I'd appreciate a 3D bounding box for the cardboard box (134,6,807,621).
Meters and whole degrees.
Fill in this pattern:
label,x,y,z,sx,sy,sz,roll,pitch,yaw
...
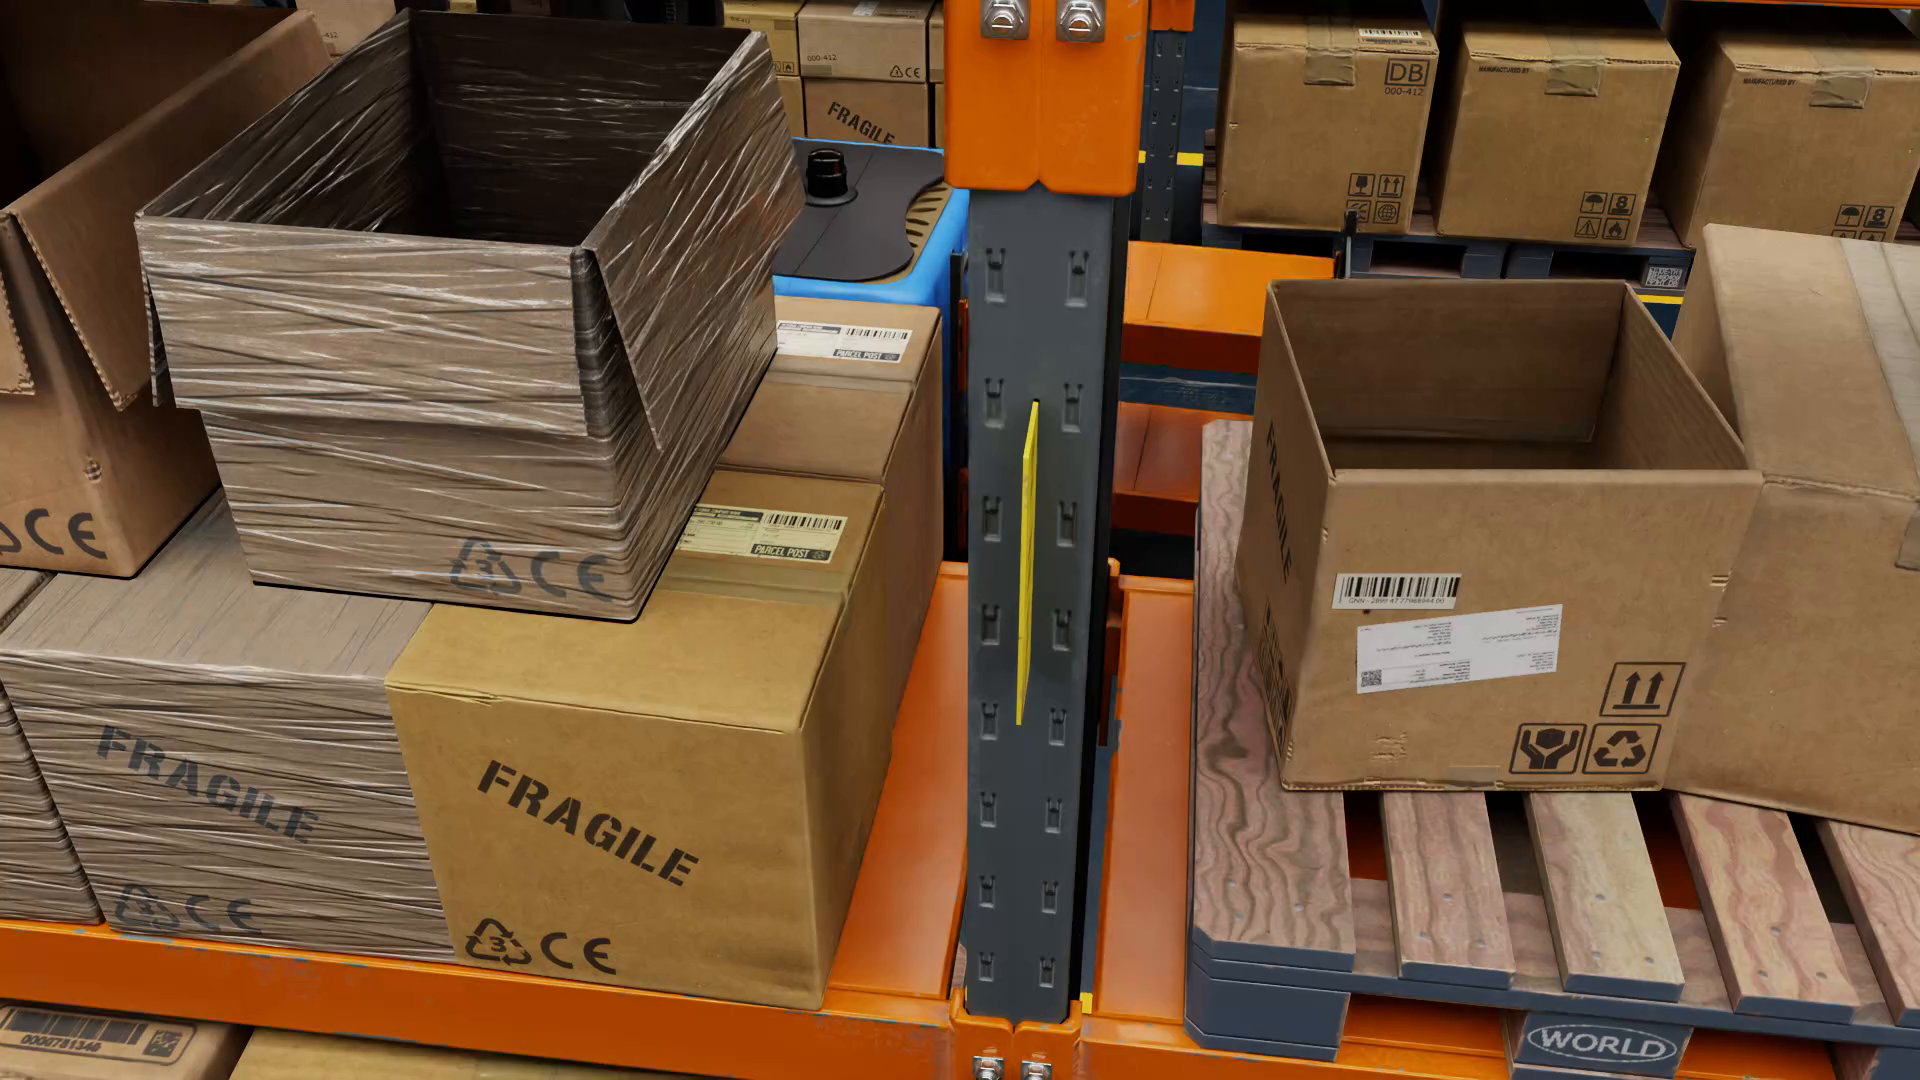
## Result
label,x,y,z,sx,sy,sz,roll,pitch,yaw
cardboard box,-0.590,-0.333,2.185,0.637,0.503,0.797,5,36,8

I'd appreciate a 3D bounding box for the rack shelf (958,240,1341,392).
label,x,y,z,sx,sy,sz,roll,pitch,yaw
rack shelf,0.536,-0.609,4.632,1.000,0.278,0.538,7,36,10

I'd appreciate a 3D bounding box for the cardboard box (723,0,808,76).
label,x,y,z,sx,sy,sz,roll,pitch,yaw
cardboard box,-0.851,-2.107,6.765,0.500,0.250,0.500,5,36,7

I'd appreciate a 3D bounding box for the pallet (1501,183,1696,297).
label,x,y,z,sx,sy,sz,roll,pitch,yaw
pallet,2.844,-1.342,6.949,1.213,0.211,1.003,4,36,6

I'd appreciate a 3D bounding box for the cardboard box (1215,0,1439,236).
label,x,y,z,sx,sy,sz,roll,pitch,yaw
cardboard box,1.458,-1.829,6.806,0.750,0.750,1.050,4,36,5

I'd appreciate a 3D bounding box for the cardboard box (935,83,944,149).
label,x,y,z,sx,sy,sz,roll,pitch,yaw
cardboard box,0.179,-1.722,6.871,0.500,0.500,0.500,4,36,6

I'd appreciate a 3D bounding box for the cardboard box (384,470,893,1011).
label,x,y,z,sx,sy,sz,roll,pitch,yaw
cardboard box,-0.388,0.245,2.238,0.500,0.500,0.500,5,36,7

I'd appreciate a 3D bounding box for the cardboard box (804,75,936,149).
label,x,y,z,sx,sy,sz,roll,pitch,yaw
cardboard box,-0.335,-1.763,6.928,0.500,0.500,0.500,6,36,8

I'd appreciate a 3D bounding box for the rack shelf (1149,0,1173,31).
label,x,y,z,sx,sy,sz,roll,pitch,yaw
rack shelf,-1.119,-2.526,6.826,4.000,0.370,1.077,4,36,6

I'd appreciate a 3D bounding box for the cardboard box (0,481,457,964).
label,x,y,z,sx,sy,sz,roll,pitch,yaw
cardboard box,-0.882,0.205,2.295,0.500,0.500,0.500,4,36,6

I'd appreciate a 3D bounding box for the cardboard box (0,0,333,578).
label,x,y,z,sx,sy,sz,roll,pitch,yaw
cardboard box,-1.236,-0.383,2.254,0.637,0.503,0.797,5,36,7

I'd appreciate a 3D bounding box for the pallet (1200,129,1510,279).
label,x,y,z,sx,sy,sz,roll,pitch,yaw
pallet,1.638,-1.434,7.078,1.213,0.211,1.003,4,36,6

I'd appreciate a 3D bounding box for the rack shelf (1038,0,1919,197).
label,x,y,z,sx,sy,sz,roll,pitch,yaw
rack shelf,2.117,-0.600,1.546,4.000,0.370,1.077,4,36,6

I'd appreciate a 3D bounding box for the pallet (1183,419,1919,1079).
label,x,y,z,sx,sy,sz,roll,pitch,yaw
pallet,0.854,0.249,2.484,1.003,0.211,1.213,4,36,6

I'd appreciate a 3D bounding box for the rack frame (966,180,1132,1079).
label,x,y,z,sx,sy,sz,roll,pitch,yaw
rack frame,0.133,0.180,2.416,0.127,3.000,1.000,4,36,6

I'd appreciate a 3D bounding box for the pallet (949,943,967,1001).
label,x,y,z,sx,sy,sz,roll,pitch,yaw
pallet,-0.639,1.213,3.369,1.213,0.211,1.003,4,36,6

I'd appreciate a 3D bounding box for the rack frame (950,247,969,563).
label,x,y,z,sx,sy,sz,roll,pitch,yaw
rack frame,0.038,-0.431,4.886,0.032,1.125,0.500,7,36,10

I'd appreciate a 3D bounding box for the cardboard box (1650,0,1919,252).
label,x,y,z,sx,sy,sz,roll,pitch,yaw
cardboard box,3.249,-1.698,6.622,0.750,0.750,1.050,4,36,6

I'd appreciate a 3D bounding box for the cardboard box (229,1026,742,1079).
label,x,y,z,sx,sy,sz,roll,pitch,yaw
cardboard box,-0.549,0.811,3.000,0.875,0.875,1.225,3,36,4

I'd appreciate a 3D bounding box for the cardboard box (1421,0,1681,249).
label,x,y,z,sx,sy,sz,roll,pitch,yaw
cardboard box,2.325,-1.766,6.718,0.750,0.750,1.050,5,36,7

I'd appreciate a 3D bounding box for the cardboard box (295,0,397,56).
label,x,y,z,sx,sy,sz,roll,pitch,yaw
cardboard box,-2.403,-2.219,6.921,0.500,0.250,0.500,3,36,4

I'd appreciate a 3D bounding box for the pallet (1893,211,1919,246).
label,x,y,z,sx,sy,sz,roll,pitch,yaw
pallet,4.058,-1.253,6.825,1.213,0.211,1.003,4,36,6

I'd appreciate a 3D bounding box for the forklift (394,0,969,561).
label,x,y,z,sx,sy,sz,roll,pitch,yaw
forklift,-1.468,-1.403,4.692,3.031,2.935,1.130,7,36,10

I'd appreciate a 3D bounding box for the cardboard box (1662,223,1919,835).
label,x,y,z,sx,sy,sz,roll,pitch,yaw
cardboard box,1.240,-0.031,2.264,0.500,0.500,0.700,9,37,13

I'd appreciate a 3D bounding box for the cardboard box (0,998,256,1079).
label,x,y,z,sx,sy,sz,roll,pitch,yaw
cardboard box,-1.432,0.740,3.098,0.875,0.875,1.225,4,36,6

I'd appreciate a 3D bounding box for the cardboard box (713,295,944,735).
label,x,y,z,sx,sy,sz,roll,pitch,yaw
cardboard box,-0.314,-0.054,2.657,0.500,0.500,0.500,5,36,7

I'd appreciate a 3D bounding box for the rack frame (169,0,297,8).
label,x,y,z,sx,sy,sz,roll,pitch,yaw
rack frame,-3.102,-2.967,6.825,0.127,3.000,1.000,4,36,6

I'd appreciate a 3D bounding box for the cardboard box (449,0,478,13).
label,x,y,z,sx,sy,sz,roll,pitch,yaw
cardboard box,-1.874,-2.181,6.868,0.500,0.250,0.500,5,36,7

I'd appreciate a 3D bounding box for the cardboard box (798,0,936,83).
label,x,y,z,sx,sy,sz,roll,pitch,yaw
cardboard box,-0.349,-2.060,6.699,0.500,0.250,0.500,5,36,7

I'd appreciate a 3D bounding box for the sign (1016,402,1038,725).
label,x,y,z,sx,sy,sz,roll,pitch,yaw
sign,0.066,0.028,1.631,0.005,0.325,0.100,4,36,6

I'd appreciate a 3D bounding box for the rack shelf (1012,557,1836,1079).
label,x,y,z,sx,sy,sz,roll,pitch,yaw
rack shelf,2.117,0.620,2.418,4.000,0.370,1.077,4,36,6

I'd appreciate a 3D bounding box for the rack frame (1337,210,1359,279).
label,x,y,z,sx,sy,sz,roll,pitch,yaw
rack frame,1.034,-0.311,4.718,0.032,1.125,0.500,7,36,10

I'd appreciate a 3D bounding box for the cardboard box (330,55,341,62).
label,x,y,z,sx,sy,sz,roll,pitch,yaw
cardboard box,-2.403,-1.913,7.138,0.500,0.500,0.500,6,36,8

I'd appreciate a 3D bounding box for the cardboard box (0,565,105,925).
label,x,y,z,sx,sy,sz,roll,pitch,yaw
cardboard box,-1.397,0.168,2.346,0.500,0.500,0.500,3,36,4

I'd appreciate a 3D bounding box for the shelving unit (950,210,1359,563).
label,x,y,z,sx,sy,sz,roll,pitch,yaw
shelving unit,0.536,-0.371,4.802,1.048,1.125,0.538,7,36,10

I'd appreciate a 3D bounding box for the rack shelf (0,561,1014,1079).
label,x,y,z,sx,sy,sz,roll,pitch,yaw
rack shelf,-1.851,0.325,2.832,4.000,0.370,1.077,4,36,6

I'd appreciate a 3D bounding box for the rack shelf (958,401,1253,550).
label,x,y,z,sx,sy,sz,roll,pitch,yaw
rack shelf,0.536,-0.172,4.944,1.000,0.278,0.538,7,36,10

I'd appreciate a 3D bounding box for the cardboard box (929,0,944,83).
label,x,y,z,sx,sy,sz,roll,pitch,yaw
cardboard box,0.153,-2.029,6.656,0.500,0.250,0.500,3,36,5

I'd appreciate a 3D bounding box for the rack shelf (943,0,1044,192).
label,x,y,z,sx,sy,sz,roll,pitch,yaw
rack shelf,-1.851,-0.896,1.961,4.000,0.370,1.077,4,36,6

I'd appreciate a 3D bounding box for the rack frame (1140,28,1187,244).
label,x,y,z,sx,sy,sz,roll,pitch,yaw
rack frame,0.865,-2.671,6.410,0.127,3.000,1.000,4,36,6

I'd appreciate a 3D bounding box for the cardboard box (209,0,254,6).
label,x,y,z,sx,sy,sz,roll,pitch,yaw
cardboard box,-3.418,-2.364,7.561,0.250,0.149,0.380,6,36,8

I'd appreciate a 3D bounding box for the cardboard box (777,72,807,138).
label,x,y,z,sx,sy,sz,roll,pitch,yaw
cardboard box,-0.862,-1.793,6.970,0.500,0.500,0.500,3,36,4

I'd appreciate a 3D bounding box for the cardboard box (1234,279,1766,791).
label,x,y,z,sx,sy,sz,roll,pitch,yaw
cardboard box,0.674,-0.015,2.241,0.500,0.500,0.500,0,36,0

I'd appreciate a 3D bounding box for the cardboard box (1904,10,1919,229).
label,x,y,z,sx,sy,sz,roll,pitch,yaw
cardboard box,4.205,-1.624,6.519,0.750,0.750,1.050,4,36,6

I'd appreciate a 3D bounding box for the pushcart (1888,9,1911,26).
label,x,y,z,sx,sy,sz,roll,pitch,yaw
pushcart,5.122,-2.850,8.918,0.936,0.377,1.648,-7,36,-10

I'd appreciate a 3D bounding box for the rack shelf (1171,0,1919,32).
label,x,y,z,sx,sy,sz,roll,pitch,yaw
rack shelf,2.849,-2.230,6.412,4.000,0.370,1.077,4,36,6
